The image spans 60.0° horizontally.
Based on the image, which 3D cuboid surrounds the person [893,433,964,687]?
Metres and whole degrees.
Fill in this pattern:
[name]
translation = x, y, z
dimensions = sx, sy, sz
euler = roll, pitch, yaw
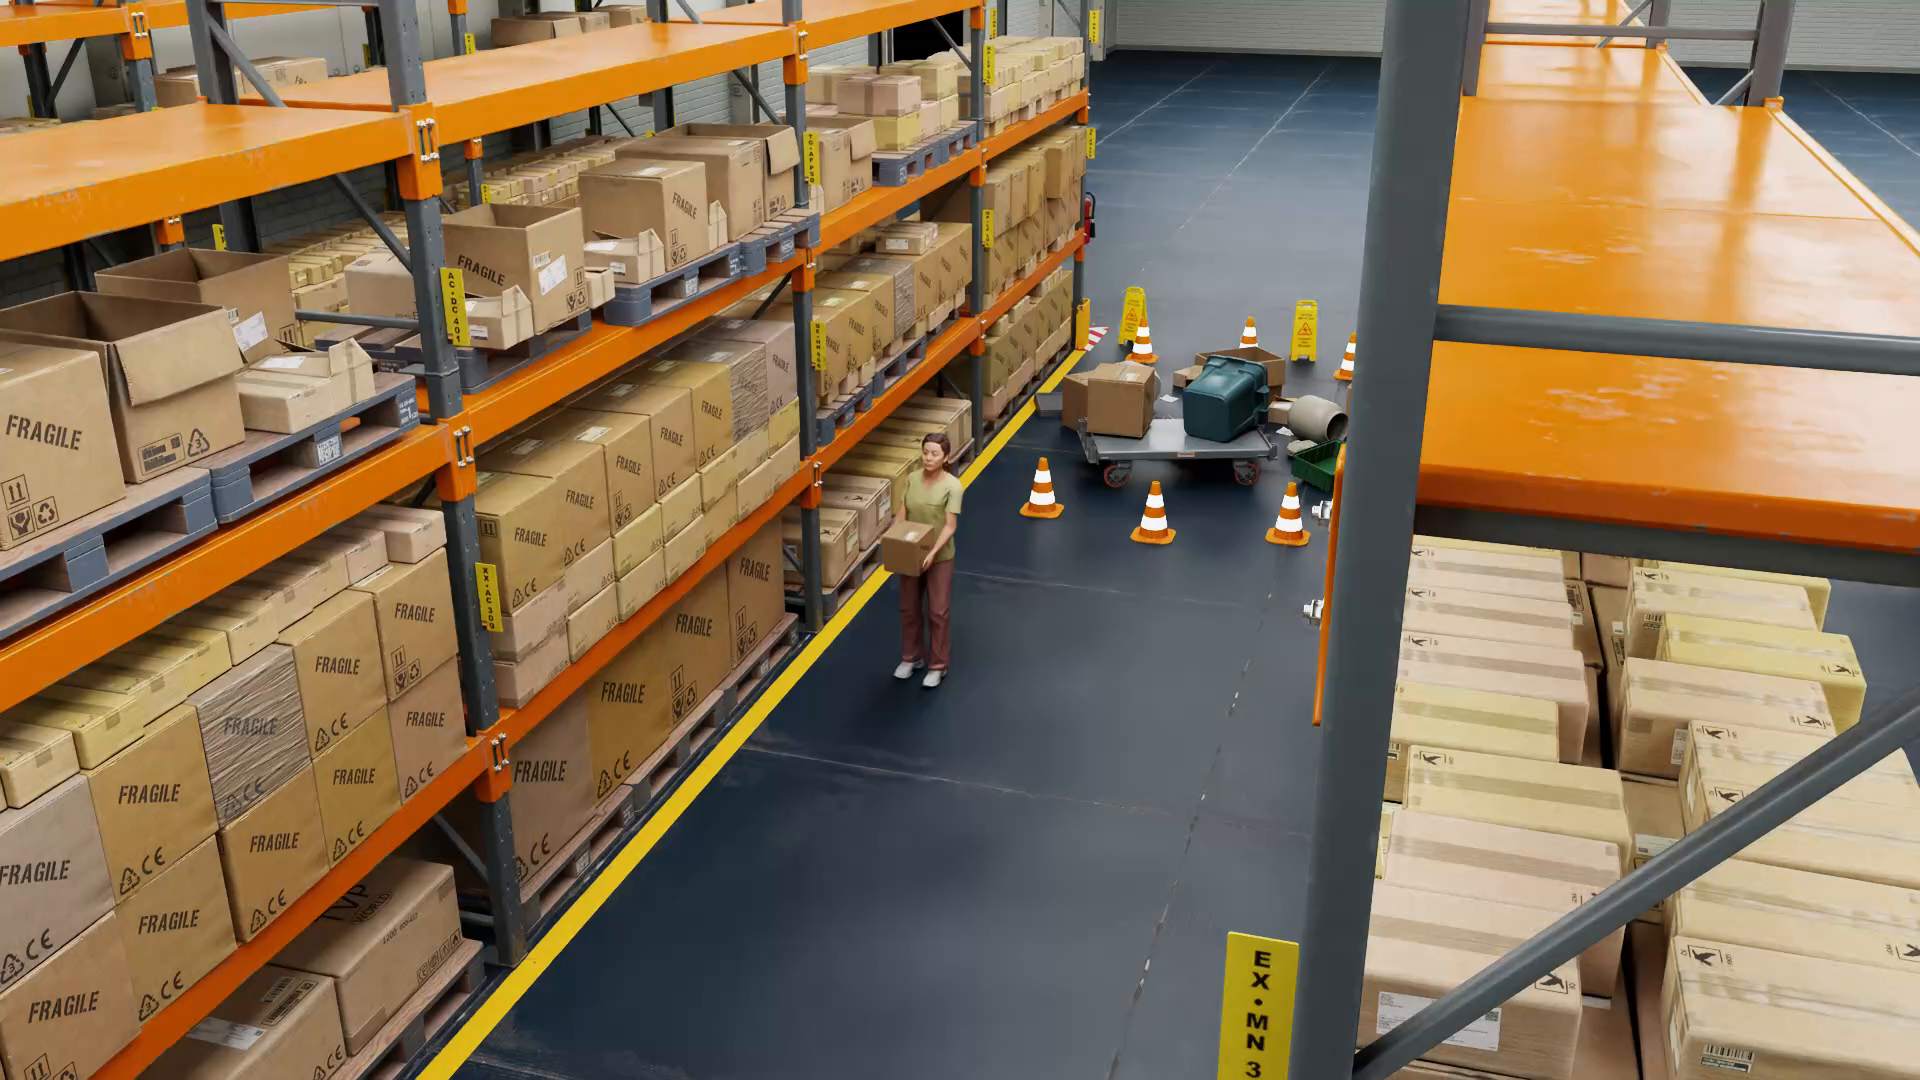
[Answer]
[person]
translation = -0.222, 0.135, 10.767
dimensions = 0.435, 1.671, 0.546
euler = 11, 24, 25
